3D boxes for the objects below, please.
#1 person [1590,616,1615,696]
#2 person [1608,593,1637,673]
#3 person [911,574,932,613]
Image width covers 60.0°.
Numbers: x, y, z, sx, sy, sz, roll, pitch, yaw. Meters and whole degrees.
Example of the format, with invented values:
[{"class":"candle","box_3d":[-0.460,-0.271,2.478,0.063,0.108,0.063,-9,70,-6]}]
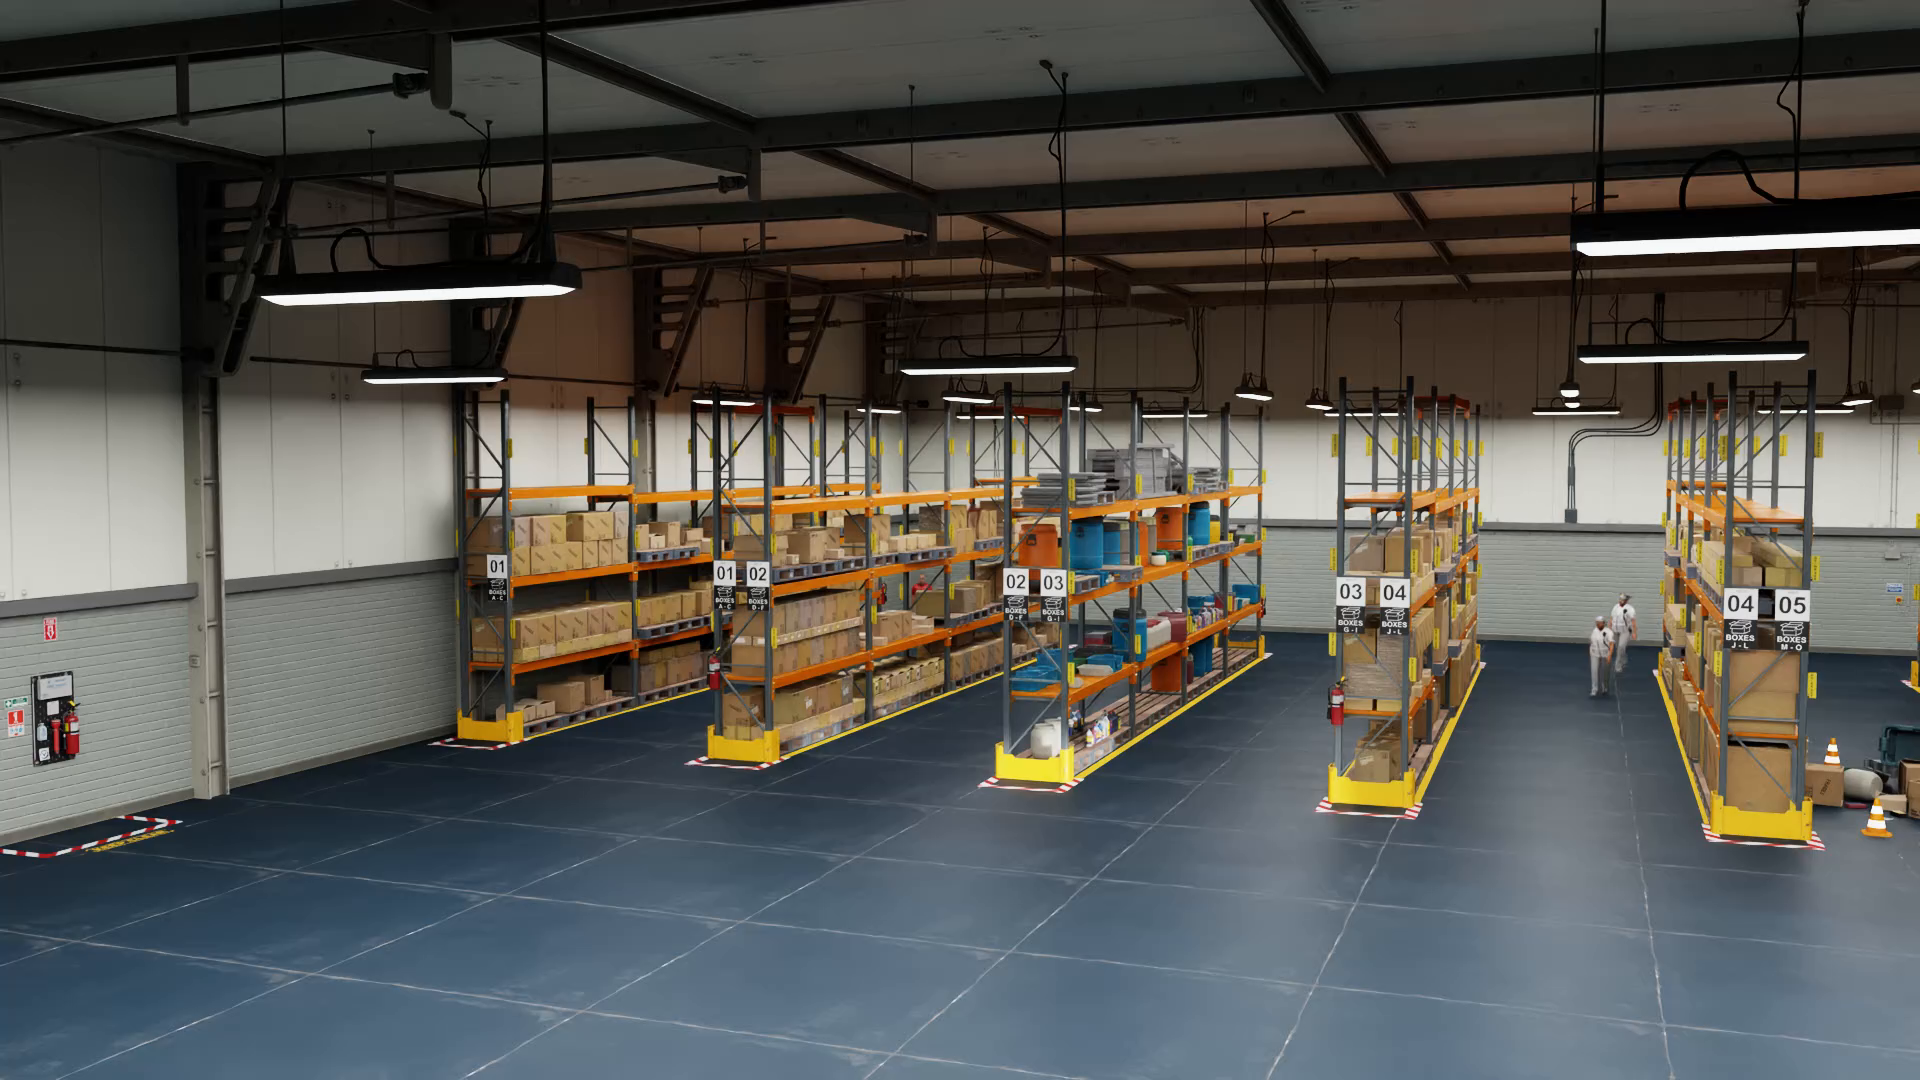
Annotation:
[{"class":"person","box_3d":[12.955,2.334,33.551,0.467,1.596,1.041,1,3,24]},{"class":"person","box_3d":[14.877,2.067,37.476,0.849,1.770,0.649,-3,4,-40]},{"class":"person","box_3d":[-0.982,1.750,43.475,0.593,1.693,0.997,0,3,-2]}]
